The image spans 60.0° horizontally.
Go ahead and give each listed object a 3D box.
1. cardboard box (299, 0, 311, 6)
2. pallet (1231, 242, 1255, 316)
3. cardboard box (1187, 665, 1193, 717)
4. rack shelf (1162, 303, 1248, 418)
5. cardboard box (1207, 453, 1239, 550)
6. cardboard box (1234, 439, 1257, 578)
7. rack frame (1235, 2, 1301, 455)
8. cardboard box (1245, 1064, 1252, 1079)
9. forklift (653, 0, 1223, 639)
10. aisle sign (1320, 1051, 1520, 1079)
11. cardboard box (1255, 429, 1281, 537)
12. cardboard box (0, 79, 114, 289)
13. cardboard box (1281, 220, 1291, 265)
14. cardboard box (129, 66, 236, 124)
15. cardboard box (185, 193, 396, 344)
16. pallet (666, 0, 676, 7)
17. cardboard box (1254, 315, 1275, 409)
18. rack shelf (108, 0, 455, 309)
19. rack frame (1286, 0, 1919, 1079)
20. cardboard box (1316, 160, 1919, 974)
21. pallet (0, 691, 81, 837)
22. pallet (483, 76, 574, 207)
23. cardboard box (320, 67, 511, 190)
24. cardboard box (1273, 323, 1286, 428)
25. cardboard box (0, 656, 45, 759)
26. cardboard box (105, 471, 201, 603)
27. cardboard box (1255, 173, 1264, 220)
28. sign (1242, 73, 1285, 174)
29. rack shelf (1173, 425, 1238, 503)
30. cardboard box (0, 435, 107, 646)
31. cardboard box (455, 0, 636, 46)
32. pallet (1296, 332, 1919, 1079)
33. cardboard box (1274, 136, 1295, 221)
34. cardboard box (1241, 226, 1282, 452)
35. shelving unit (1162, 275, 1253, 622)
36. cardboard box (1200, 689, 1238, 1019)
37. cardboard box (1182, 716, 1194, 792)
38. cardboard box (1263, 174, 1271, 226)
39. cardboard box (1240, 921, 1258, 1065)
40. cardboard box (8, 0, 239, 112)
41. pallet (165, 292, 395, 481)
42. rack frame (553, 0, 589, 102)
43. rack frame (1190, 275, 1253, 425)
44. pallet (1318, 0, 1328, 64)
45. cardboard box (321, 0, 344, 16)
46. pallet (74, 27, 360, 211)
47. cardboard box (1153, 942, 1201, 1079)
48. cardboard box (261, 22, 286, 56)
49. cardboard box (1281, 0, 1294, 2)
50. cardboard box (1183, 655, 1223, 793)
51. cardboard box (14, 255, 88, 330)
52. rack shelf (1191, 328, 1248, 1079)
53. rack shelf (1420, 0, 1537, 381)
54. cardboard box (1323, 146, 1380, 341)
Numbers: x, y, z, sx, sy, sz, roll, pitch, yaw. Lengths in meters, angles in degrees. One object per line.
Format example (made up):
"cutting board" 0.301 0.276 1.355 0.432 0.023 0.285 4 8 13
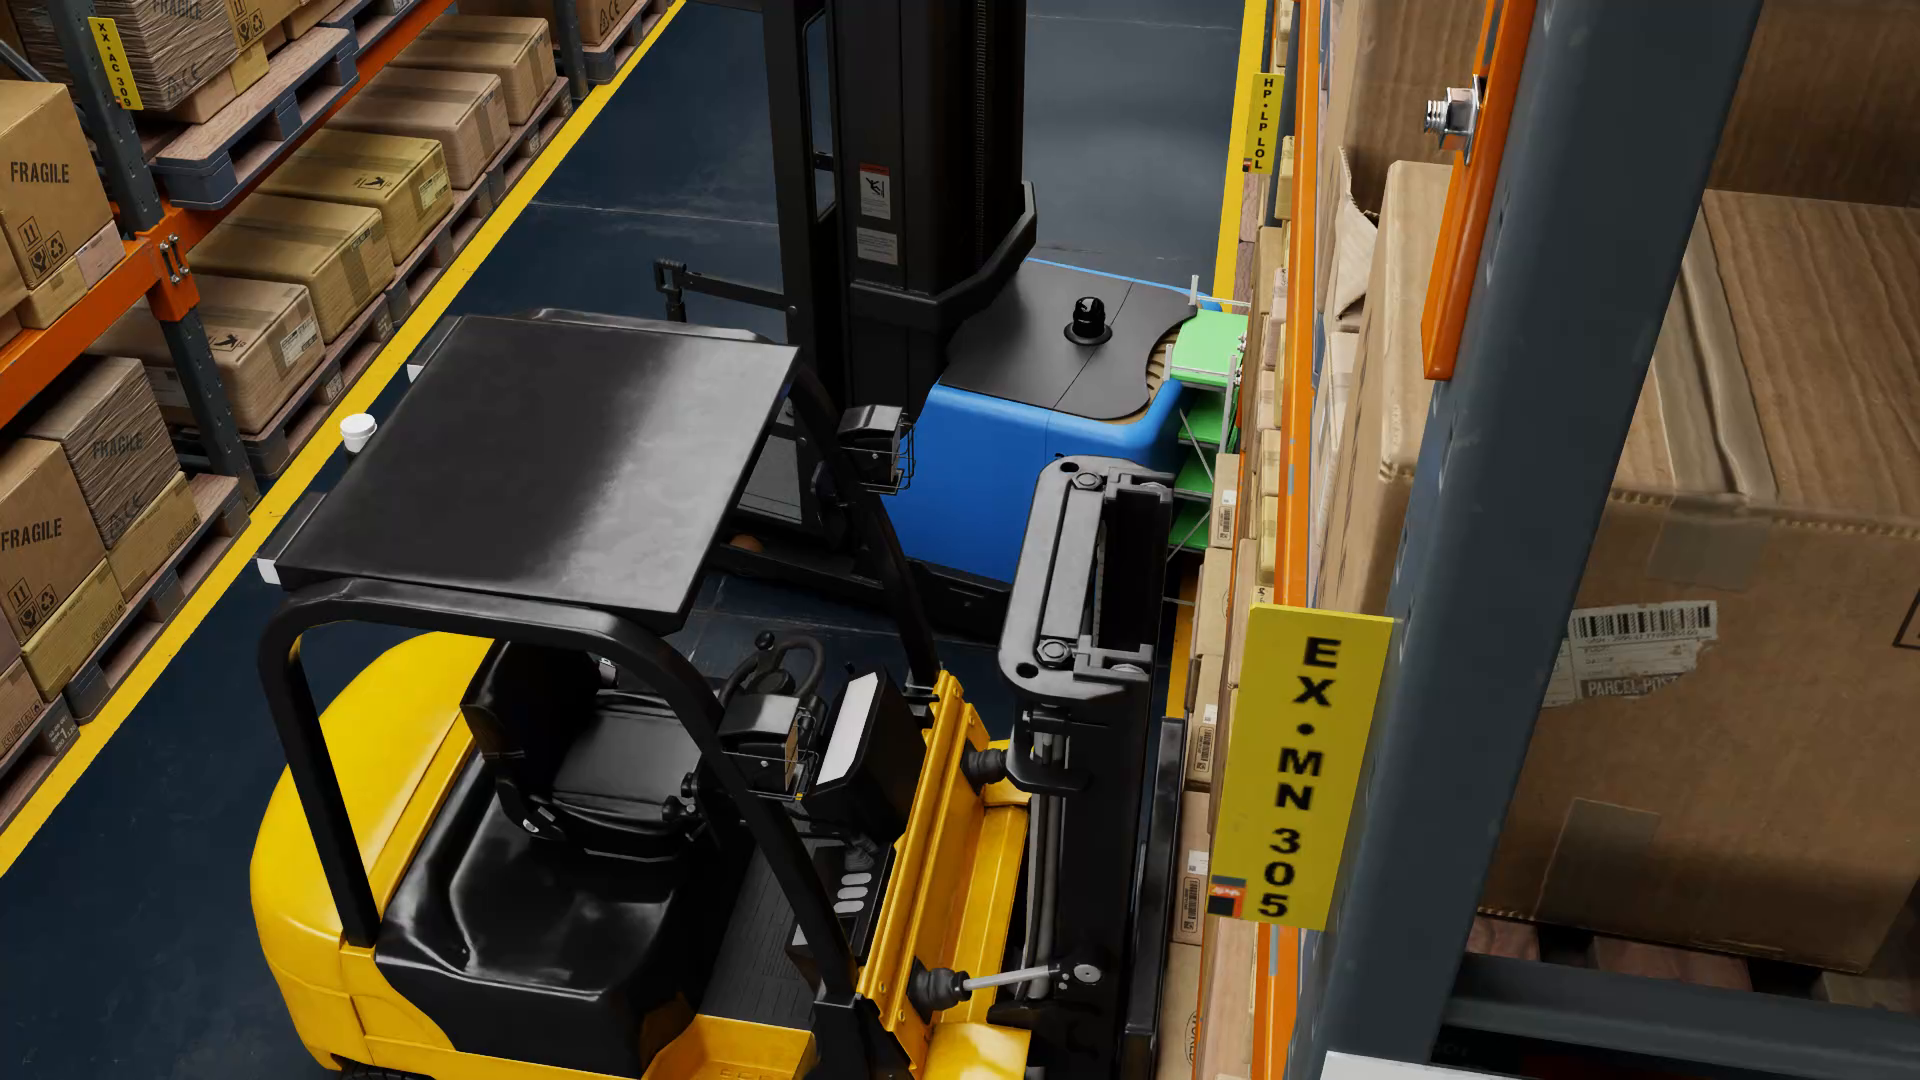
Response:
"cardboard box" -2.874 -2.547 6.836 0.500 0.500 0.500 6 40 7
"pallet" 1.764 -0.962 7.747 1.003 0.211 1.213 6 40 8
"cardboard box" 0.984 0.684 5.397 0.500 0.250 0.500 6 40 7
"rack shelf" 0.888 -0.644 5.926 0.258 0.148 0.480 11 40 13
"cardboard box" 1.074 -0.020 5.464 0.500 0.250 0.500 6 40 7
"cardboard box" 0.972 0.056 4.250 0.500 0.500 0.500 6 40 7
"rack frame" 1.466 -0.802 5.366 1.000 3.000 0.127 6 40 8
"cardboard box" 0.678 0.852 2.778 0.380 0.149 0.250 7 40 9
"forklift" -0.579 -1.279 5.997 3.031 2.935 1.130 14 42 17
"aisle sign" 0.474 0.716 1.490 0.394 0.787 0.004 6 40 8
"cardboard box" 0.902 -0.119 3.952 0.380 0.149 0.250 5 40 6
"cardboard box" -3.255 -1.194 5.528 0.500 0.500 0.500 5 40 7
"cardboard box" 1.152 -0.919 4.920 0.380 0.149 0.250 6 40 7
"cardboard box" -3.016 -1.724 6.348 0.380 0.149 0.250 7 40 8
"cardboard box" -3.214 -1.277 7.673 0.950 0.372 0.625 9 40 10
"pallet" -2.307 -4.032 11.461 1.003 0.211 1.213 6 40 8
"cardboard box" 0.975 -0.443 4.345 0.380 0.149 0.250 7 40 9
"rack shelf" -3.077 -2.325 7.772 1.077 0.370 4.000 6 40 8
"rack frame" 0.774 -0.603 0.418 1.000 3.000 0.127 6 40 8
"cardboard box" 0.611 0.009 1.544 0.500 0.500 0.500 8 40 9
"pallet" -3.713 0.921 5.470 1.003 0.211 1.213 6 40 8
"pallet" -2.868 -2.292 9.357 1.003 0.211 1.213 6 40 8
"cardboard box" -2.958 -2.189 8.776 0.950 0.372 0.625 6 40 7
"cardboard box" 0.963 -0.386 4.042 0.380 0.149 0.250 6 40 7
"cardboard box" -3.436 0.606 5.492 0.500 0.250 0.500 7 40 8
"cardboard box" -3.261 -0.048 6.282 0.500 0.250 0.500 8 40 10
"cardboard box" 1.377 -1.405 6.213 0.500 0.250 0.500 6 40 7
"sign" 0.930 -1.271 5.087 0.100 0.325 0.005 6 40 8
"rack shelf" 0.887 -0.269 6.226 0.258 0.148 0.480 11 40 13
"cardboard box" -3.347 -0.018 5.657 0.500 0.500 0.500 7 40 8
"cardboard box" -2.530 -3.624 10.117 0.875 0.875 0.875 6 40 7
"pallet" 0.922 0.146 1.935 1.003 0.211 1.213 6 40 8
"cardboard box" 1.119 -1.038 4.830 0.380 0.149 0.250 7 40 9
"cardboard box" 1.132 -0.591 5.032 0.500 0.500 0.500 5 40 6
"shelving unit" 0.887 -0.319 6.186 0.258 1.200 0.503 11 40 13
"cardboard box" 0.788 0.686 3.488 0.500 0.500 0.500 6 40 7
"cardboard box" 0.895 0.804 4.860 0.500 0.250 0.500 6 40 7
"cardboard box" 1.300 -1.273 5.661 0.500 0.250 0.500 6 40 7
"cardboard box" 0.659 0.732 2.690 0.380 0.149 0.250 7 40 9
"cardboard box" -3.060 -1.924 6.082 0.500 0.500 0.500 7 40 9
"pallet" -3.290 -0.761 7.504 1.003 0.211 1.213 6 40 8
"rack frame" -2.731 -3.857 9.061 1.000 3.000 0.127 6 40 8
"rack frame" 0.956 -0.465 6.368 0.240 1.200 0.015 11 40 13
"pallet" 1.344 -1.385 3.787 1.003 0.211 1.213 6 40 8
"cardboard box" -2.860 -2.378 7.139 0.380 0.149 0.250 7 40 8
"pallet" -3.148 -1.736 6.647 1.003 0.211 1.213 6 40 8
"cardboard box" 0.707 1.259 3.917 0.500 0.250 0.500 7 40 8
"cardboard box" -2.991 -2.066 6.762 0.380 0.149 0.250 9 40 11
"cardboard box" 1.476 -1.917 6.440 0.500 0.250 0.500 7 40 9
"cardboard box" 0.900 0.613 4.698 0.500 0.250 0.500 8 40 9
"cardboard box" -3.215 -0.857 5.630 0.380 0.149 0.250 7 40 9
"rack shelf" 1.120 0.731 4.077 1.077 0.370 4.000 6 40 8
"rack shelf" 1.120 -1.427 2.293 1.077 0.370 4.000 6 40 8
"cardboard box" 0.662 -0.309 2.113 0.396 0.266 0.258 6 40 8
